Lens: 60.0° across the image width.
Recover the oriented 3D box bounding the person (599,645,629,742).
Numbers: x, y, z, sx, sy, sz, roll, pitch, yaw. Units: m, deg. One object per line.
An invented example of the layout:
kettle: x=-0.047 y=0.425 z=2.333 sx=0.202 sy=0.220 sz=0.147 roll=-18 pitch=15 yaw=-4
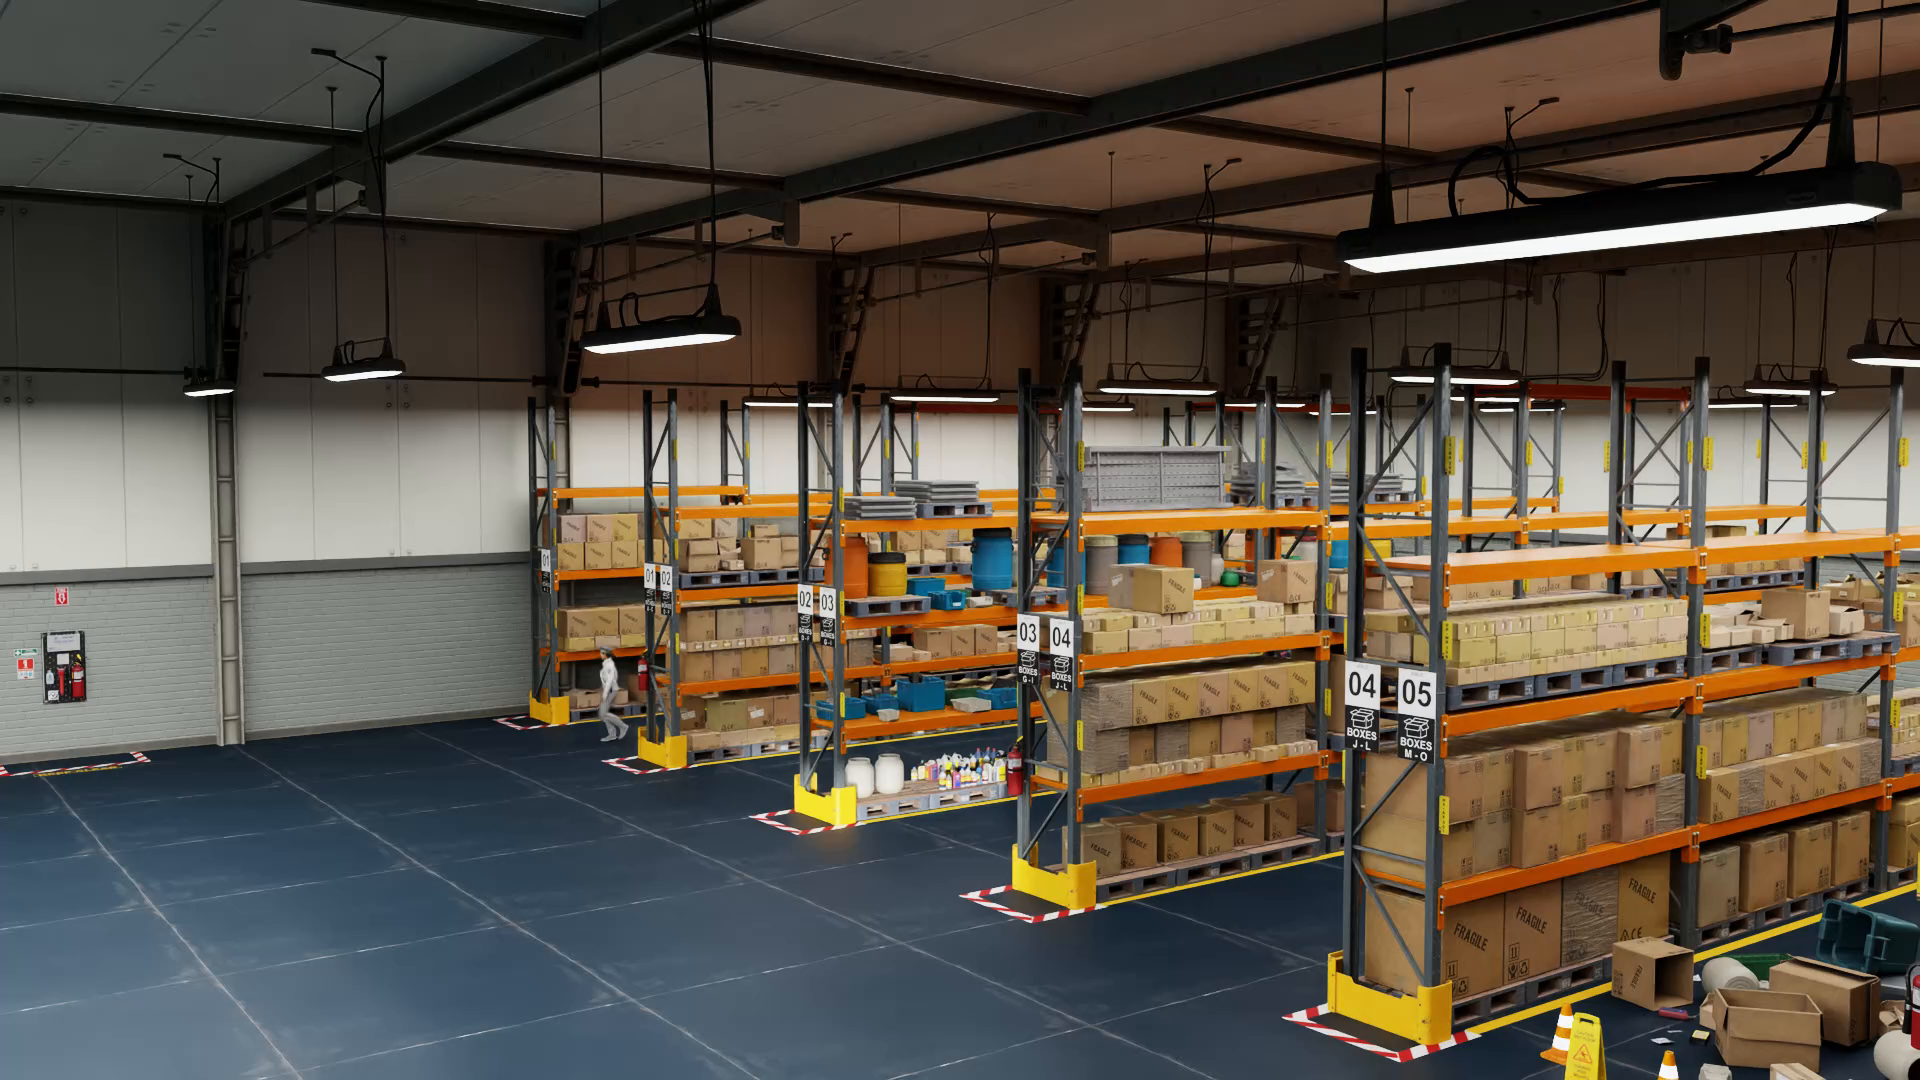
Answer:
person: x=-5.987 y=2.644 z=28.769 sx=0.499 sy=1.659 sz=0.567 roll=-1 pitch=3 yaw=-10

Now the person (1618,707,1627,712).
person: x=9.049 y=3.061 z=22.574 sx=0.501 sy=1.559 sz=0.529 roll=-1 pitch=4 yaw=-22
